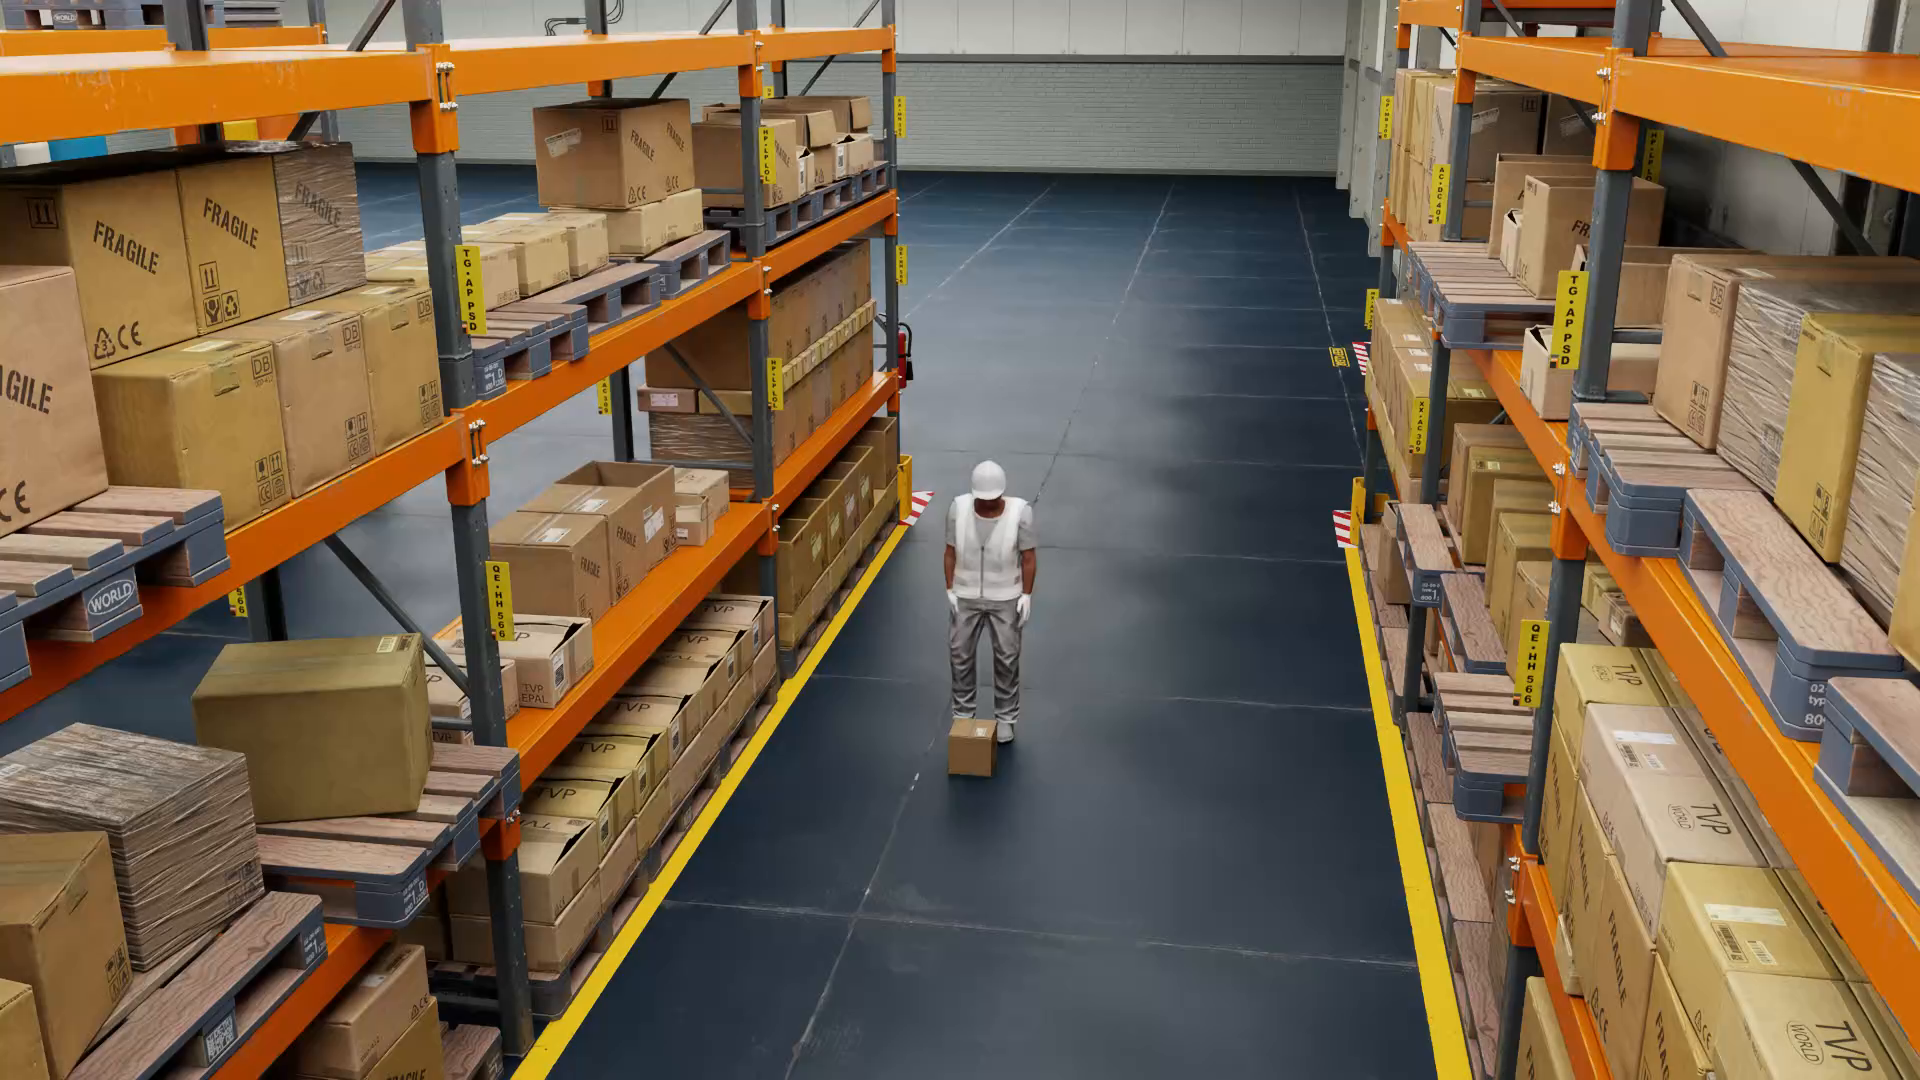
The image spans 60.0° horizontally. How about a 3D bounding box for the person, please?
[{"bbox_3d":[0.176,0.356,9.955,0.563,1.754,0.414,3,18,10],"label":"person"}]
